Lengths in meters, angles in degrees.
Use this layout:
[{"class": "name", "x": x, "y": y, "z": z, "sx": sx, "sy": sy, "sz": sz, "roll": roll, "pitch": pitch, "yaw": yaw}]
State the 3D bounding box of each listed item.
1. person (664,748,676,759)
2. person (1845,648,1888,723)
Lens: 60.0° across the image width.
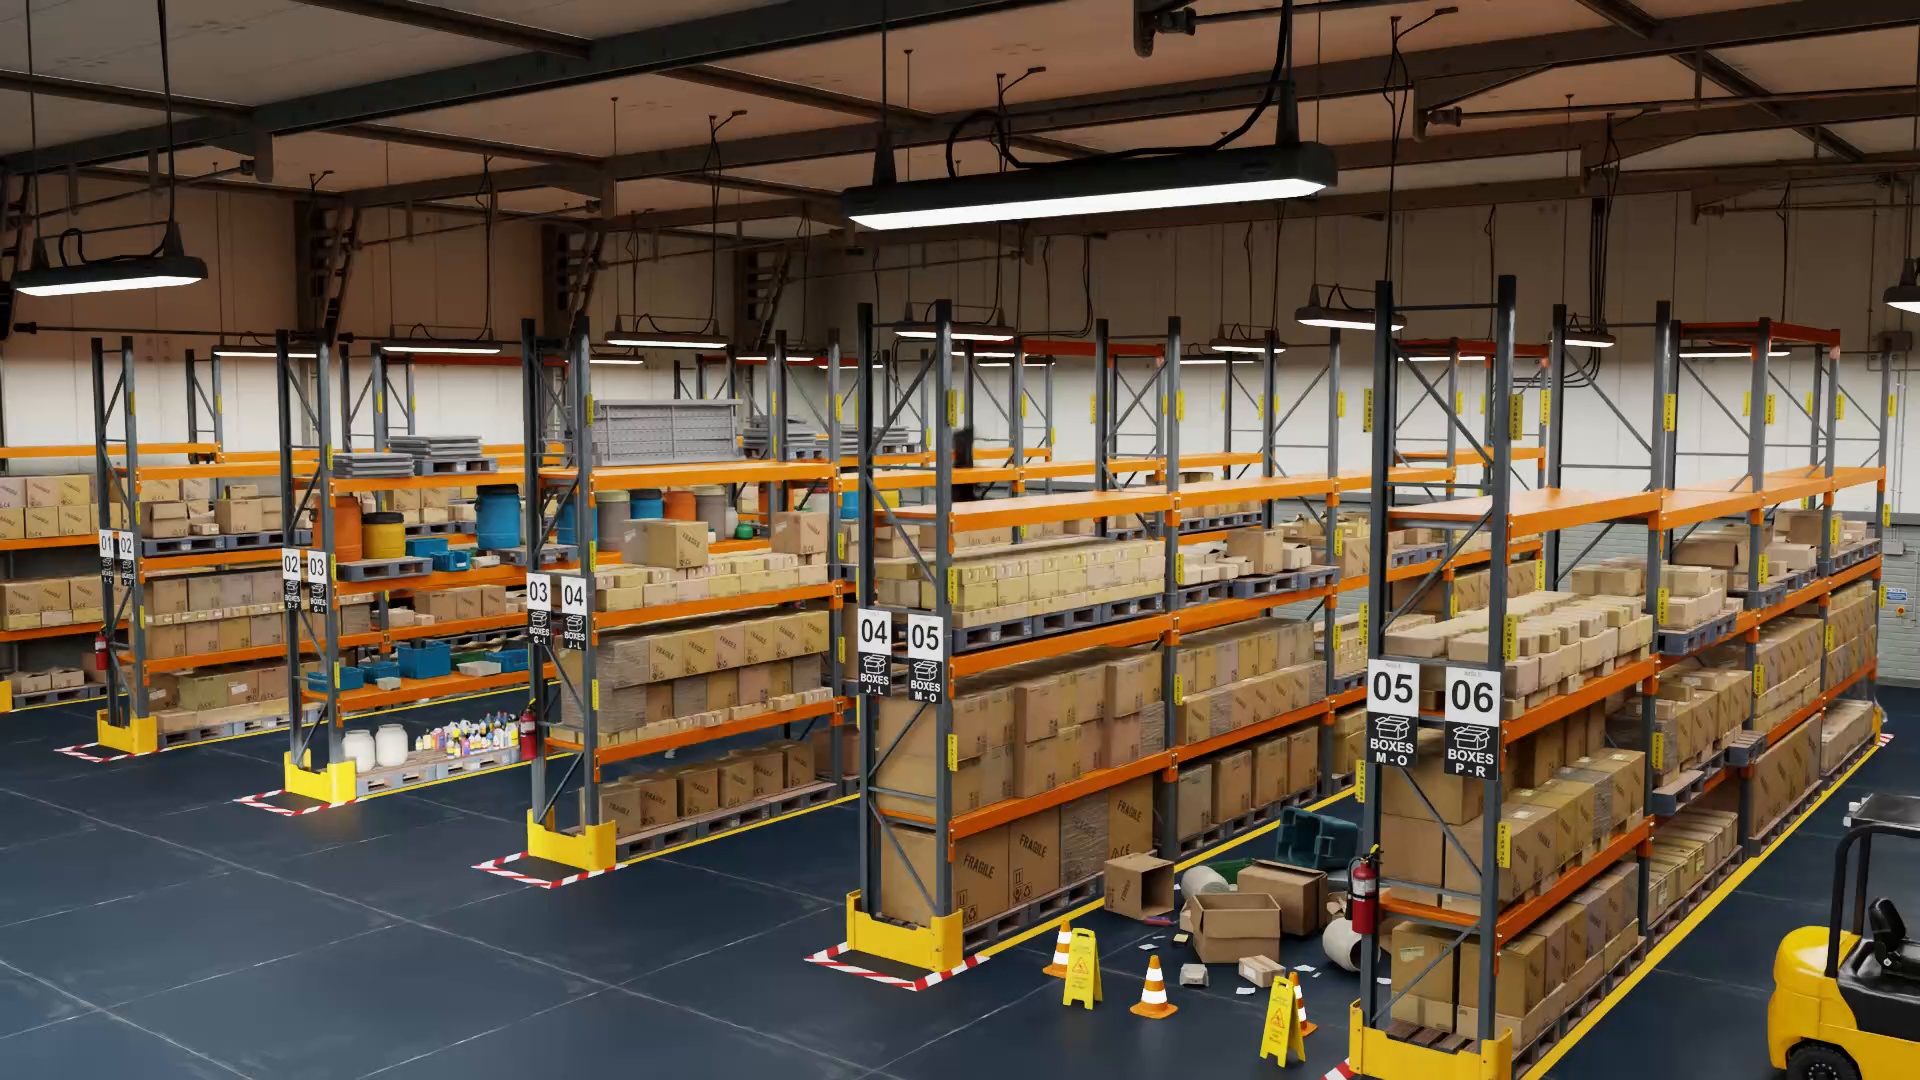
[{"class": "person", "x": -4.165, "y": 2.288, "z": 23.946, "sx": 0.608, "sy": 1.620, "sz": 0.723, "roll": 1, "pitch": 5, "yaw": 9}, {"class": "person", "x": 14.019, "y": 2.147, "z": 25.788, "sx": 0.532, "sy": 1.610, "sz": 0.676, "roll": -5, "pitch": 7, "yaw": -44}]
